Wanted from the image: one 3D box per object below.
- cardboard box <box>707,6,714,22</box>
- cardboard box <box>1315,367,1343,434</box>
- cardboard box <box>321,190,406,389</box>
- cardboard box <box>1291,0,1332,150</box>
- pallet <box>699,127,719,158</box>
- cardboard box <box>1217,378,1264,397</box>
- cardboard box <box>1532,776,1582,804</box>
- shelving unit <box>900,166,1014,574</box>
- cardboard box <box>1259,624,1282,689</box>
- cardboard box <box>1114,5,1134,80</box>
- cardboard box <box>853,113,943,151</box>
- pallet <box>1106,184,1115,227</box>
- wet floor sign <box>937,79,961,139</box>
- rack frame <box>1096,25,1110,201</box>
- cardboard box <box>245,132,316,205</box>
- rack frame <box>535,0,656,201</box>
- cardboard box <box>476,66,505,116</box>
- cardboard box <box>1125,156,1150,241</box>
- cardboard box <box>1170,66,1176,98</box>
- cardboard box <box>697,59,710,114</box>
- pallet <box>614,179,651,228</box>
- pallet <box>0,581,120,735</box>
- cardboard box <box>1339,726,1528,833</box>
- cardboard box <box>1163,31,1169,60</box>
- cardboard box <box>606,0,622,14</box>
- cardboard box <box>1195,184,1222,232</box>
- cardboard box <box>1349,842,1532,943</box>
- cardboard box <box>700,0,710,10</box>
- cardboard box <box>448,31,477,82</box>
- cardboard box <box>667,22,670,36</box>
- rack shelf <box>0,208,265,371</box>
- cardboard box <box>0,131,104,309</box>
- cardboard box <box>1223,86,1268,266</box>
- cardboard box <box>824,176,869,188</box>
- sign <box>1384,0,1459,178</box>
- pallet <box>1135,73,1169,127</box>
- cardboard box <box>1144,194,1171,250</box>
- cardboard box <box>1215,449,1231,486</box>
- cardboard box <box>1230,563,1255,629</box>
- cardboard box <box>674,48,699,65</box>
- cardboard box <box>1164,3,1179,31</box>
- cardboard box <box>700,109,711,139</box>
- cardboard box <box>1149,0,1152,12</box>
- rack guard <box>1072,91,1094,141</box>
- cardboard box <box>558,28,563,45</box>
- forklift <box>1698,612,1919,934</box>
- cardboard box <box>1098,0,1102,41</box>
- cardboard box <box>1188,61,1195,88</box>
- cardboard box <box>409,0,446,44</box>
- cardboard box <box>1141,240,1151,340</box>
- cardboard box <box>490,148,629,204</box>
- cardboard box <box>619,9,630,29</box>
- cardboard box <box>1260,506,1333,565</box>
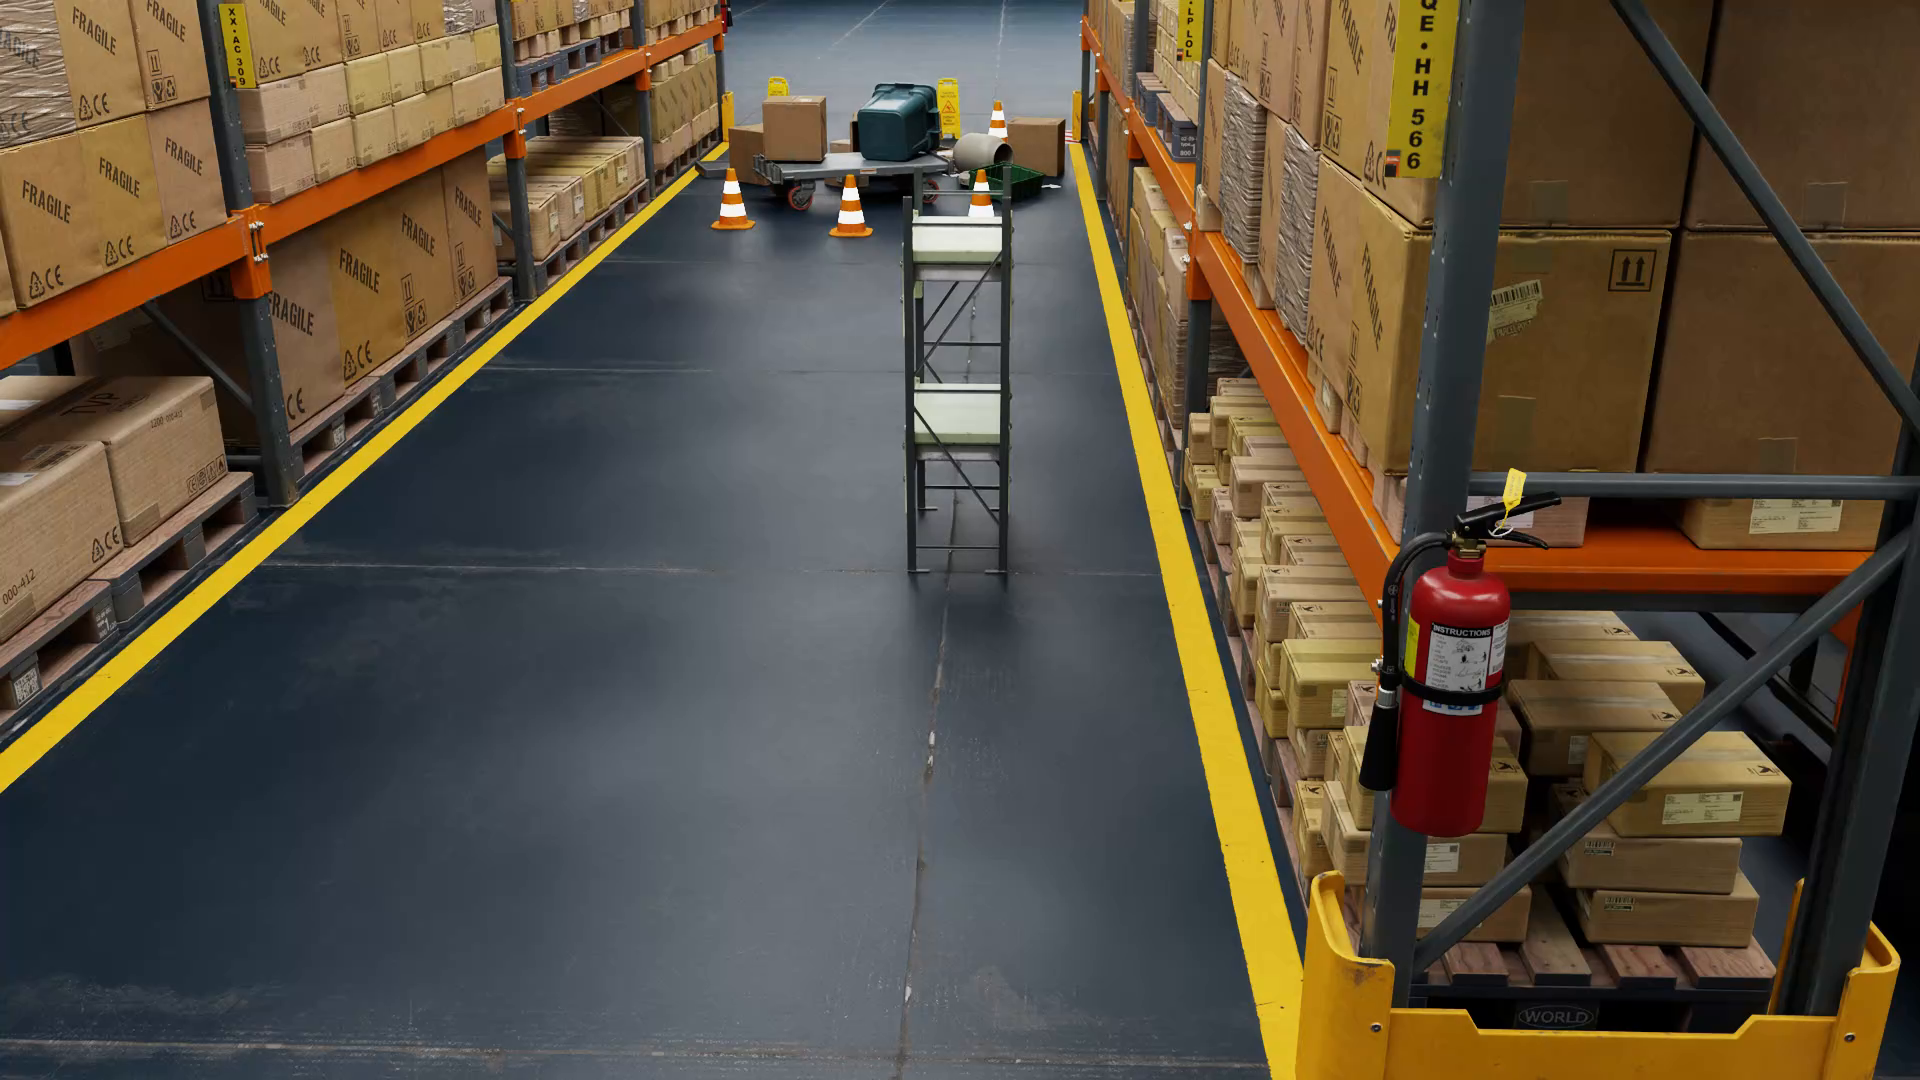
[{"bbox_3d":[-2.802,-5.550,17.533,0.380,0.149,0.250,0,21,1],"label":"cardboard box"},{"bbox_3d":[1.106,-0.371,4.186,0.380,0.149,0.250,1,21,3],"label":"cardboard box"},{"bbox_3d":[-3.514,-1.315,8.629,0.875,0.875,0.875,1,21,3],"label":"cardboard box"},{"bbox_3d":[1.144,-1.285,4.263,0.500,0.500,0.500,2,21,4],"label":"cardboard box"},{"bbox_3d":[-3.170,-4.276,17.759,1.003,0.211,1.213,1,21,2],"label":"pallet"},{"bbox_3d":[1.261,-0.562,6.870,0.380,0.149,0.250,1,21,4],"label":"cardboard box"},{"bbox_3d":[1.694,0.615,4.246,0.380,0.149,0.250,1,21,1],"label":"cardboard box"},{"bbox_3d":[0.000,-0.702,6.764,0.431,1.500,0.755,1,21,2],"label":"shelving unit"},{"bbox_3d":[1.104,0.331,4.978,0.380,0.149,0.250,1,21,2],"label":"cardboard box"},{"bbox_3d":[1.377,-3.560,11.920,0.500,0.500,0.500,0,21,1],"label":"cardboard box"},{"bbox_3d":[-0.630,-4.071,16.824,0.797,0.503,0.637,-16,26,-35],"label":"cardboard box"},{"bbox_3d":[1.773,-2.853,14.091,1.003,0.211,1.213,1,21,2],"label":"pallet"},{"bbox_3d":[-0.135,-4.814,18.544,0.267,0.644,0.232,-3,21,-8],"label":"wet floor sign"},{"bbox_3d":[1.722,-4.433,14.308,1.000,3.000,0.127,1,21,2],"label":"rack frame"},{"bbox_3d":[-3.195,-1.645,7.329,0.500,0.250,0.500,0,21,0],"label":"cardboard box"},{"bbox_3d":[-3.229,-4.451,14.354,1.000,3.000,0.127,1,21,2],"label":"rack frame"},{"bbox_3d":[-3.107,-2.749,10.175,0.500,0.250,0.500,0,21,0],"label":"cardboard box"},{"bbox_3d":[1.708,-2.353,11.476,1.050,0.750,0.750,0,21,1],"label":"cardboard box"},{"bbox_3d":[1.356,-2.518,9.137,0.380,0.149,0.250,1,21,3],"label":"cardboard box"},{"bbox_3d":[-2.884,-4.680,17.127,0.500,0.500,0.500,1,21,4],"label":"cardboard box"},{"bbox_3d":[-3.251,-2.870,14.133,1.003,0.211,1.213,1,21,2],"label":"pallet"},{"bbox_3d":[-3.608,0.458,5.557,1.003,0.211,1.213,1,21,2],"label":"pallet"},{"bbox_3d":[1.119,0.567,3.958,0.380,0.149,0.250,1,21,2],"label":"cardboard box"},{"bbox_3d":[1.374,-2.837,9.549,0.380,0.149,0.250,0,21,0],"label":"cardboard box"},{"bbox_3d":[-3.028,-4.483,13.307,0.500,0.500,0.500,1,21,2],"label":"cardboard box"},{"bbox_3d":[1.143,-1.325,6.643,0.380,0.149,0.250,1,21,4],"label":"cardboard box"},{"bbox_3d":[1.164,0.846,4.061,0.380,0.149,0.250,1,21,3],"label":"cardboard box"},{"bbox_3d":[-2.869,-5.702,17.029,0.500,0.500,0.500,1,21,2],"label":"cardboard box"},{"bbox_3d":[-3.124,-2.805,9.627,0.500,0.250,0.500,0,21,0],"label":"cardboard box"},{"bbox_3d":[-2.946,-4.818,15.648,0.380,0.149,0.250,1,21,1],"label":"cardboard box"},{"bbox_3d":[-3.533,-0.500,5.165,1.077,0.370,4.000,1,21,2],"label":"rack shelf"},{"bbox_3d":[-3.242,-1.067,5.493,0.500,0.500,0.500,0,21,1],"label":"cardboard box"},{"bbox_3d":[1.152,-1.189,5.397,0.500,0.500,0.500,0,21,0],"label":"cardboard box"},{"bbox_3d":[-1.059,-3.447,15.547,0.258,0.266,0.396,-16,26,-35],"label":"cardboard box"},{"bbox_3d":[0.803,-0.795,2.893,0.100,0.325,0.005,1,21,2],"label":"sign"},{"bbox_3d":[1.685,-2.639,9.948,1.213,0.211,1.003,1,21,2],"label":"pallet"},{"bbox_3d":[1.294,-1.758,9.252,0.500,0.250,0.500,1,21,2],"label":"cardboard box"},{"bbox_3d":[1.229,-0.326,6.672,0.380,0.149,0.250,1,21,2],"label":"cardboard box"},{"bbox_3d":[1.147,0.190,5.752,0.380,0.149,0.250,0,21,0],"label":"cardboard box"},{"bbox_3d":[-2.836,-4.851,16.672,0.380,0.149,0.250,2,21,4],"label":"cardboard box"},{"bbox_3d":[1.375,-2.992,9.538,0.380,0.149,0.250,1,21,1],"label":"cardboard box"},{"bbox_3d":[-2.887,-4.329,17.259,0.500,0.250,0.500,1,21,2],"label":"cardboard box"},{"bbox_3d":[1.638,-3.845,11.271,0.700,0.500,0.500,0,21,1],"label":"cardboard box"},{"bbox_3d":[1.844,-4.723,18.509,1.175,0.500,0.348,1,21,2],"label":"rack guard"},{"bbox_3d":[-3.131,-3.689,12.156,0.380,0.149,0.250,1,21,4],"label":"cardboard box"},{"bbox_3d":[2.986,-0.510,4.292,1.130,2.935,3.031,-1,21,-2],"label":"forklift"},{"bbox_3d":[1.715,-4.836,15.138,0.875,0.550,0.550,1,21,2],"label":"cardboard box"},{"bbox_3d":[1.323,-2.282,8.119,0.380,0.149,0.250,0,21,-1],"label":"cardboard box"},{"bbox_3d":[-3.134,-2.963,8.997,0.500,0.500,0.500,1,21,2],"label":"cardboard box"},{"bbox_3d":[1.301,-1.397,9.357,0.500,0.500,0.500,0,21,0],"label":"cardboard box"},{"bbox_3d":[-3.261,-2.972,13.594,0.950,0.372,0.625,2,21,5],"label":"cardboard box"},{"bbox_3d":[-2.969,-4.341,13.836,0.380,0.149,0.250,1,21,2],"label":"cardboard box"},{"bbox_3d":[1.188,0.002,5.414,0.380,0.149,0.250,1,21,2],"label":"cardboard box"}]
